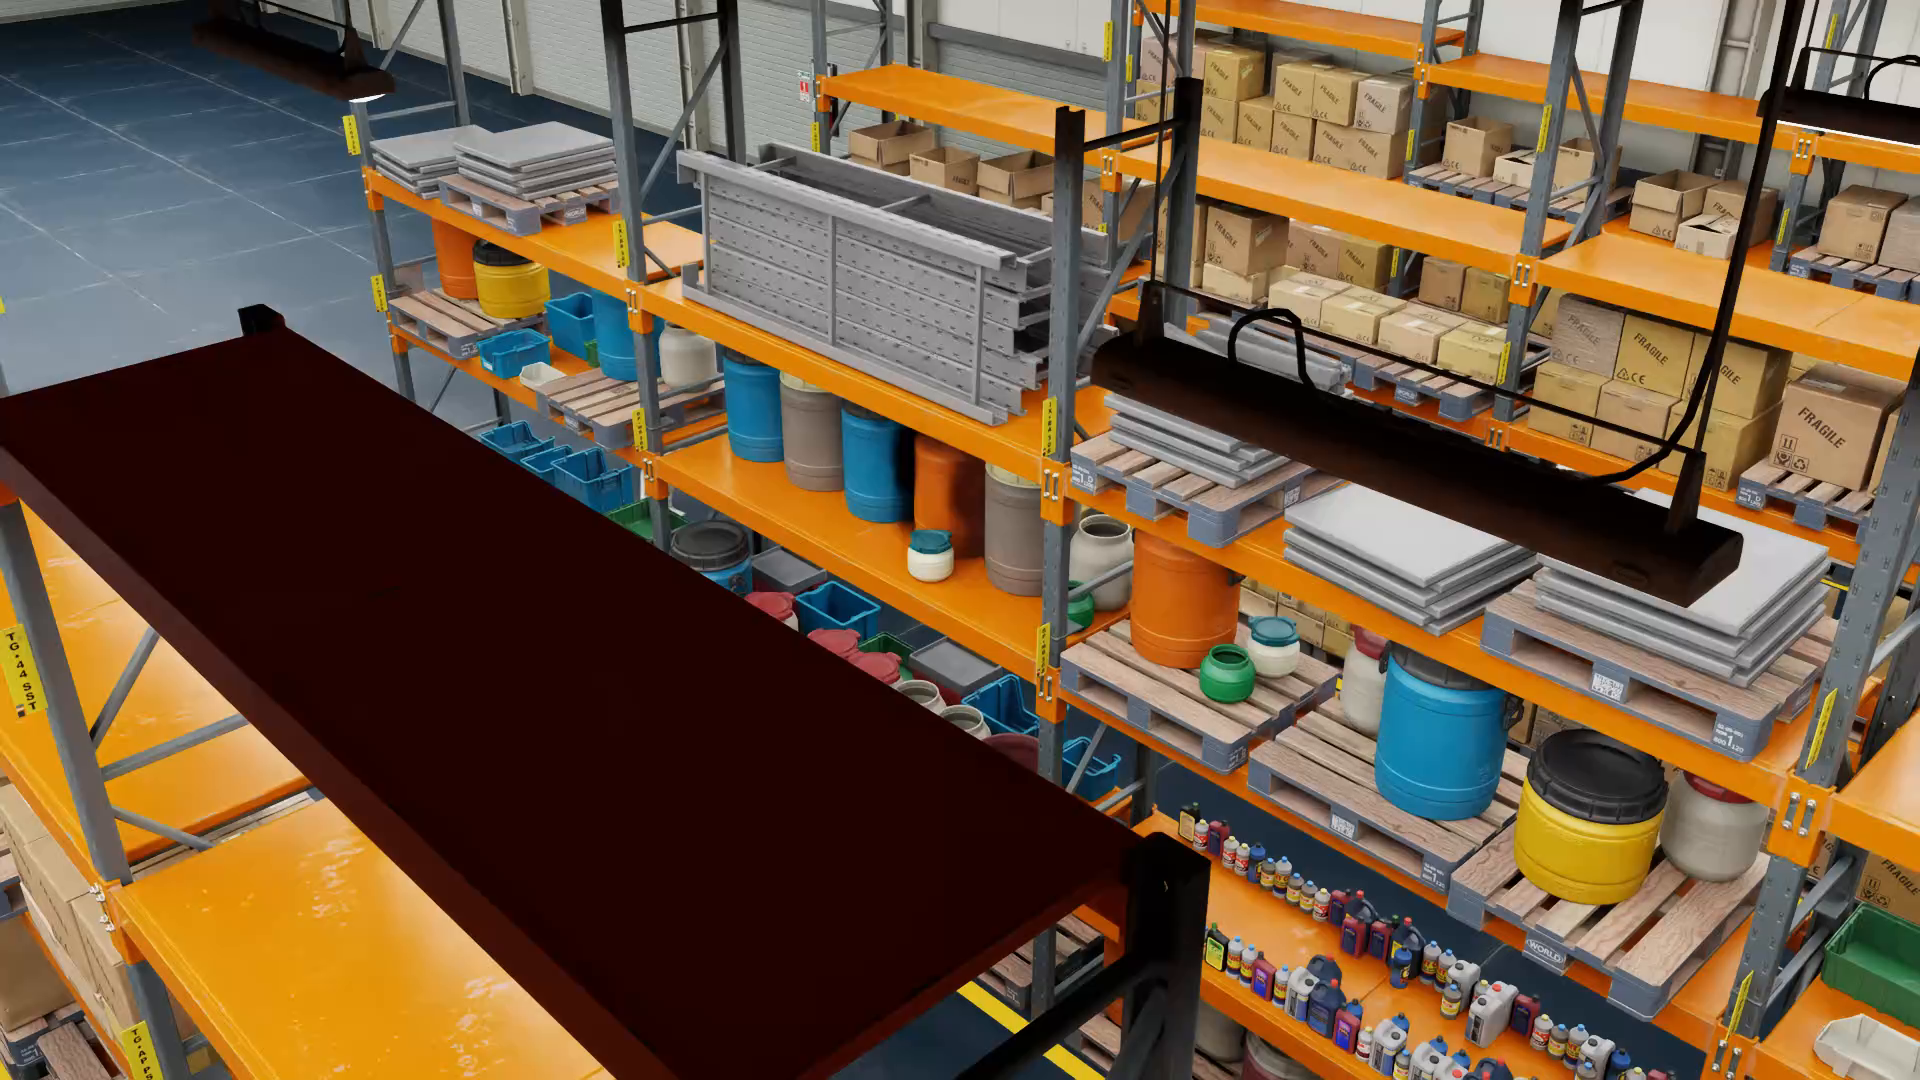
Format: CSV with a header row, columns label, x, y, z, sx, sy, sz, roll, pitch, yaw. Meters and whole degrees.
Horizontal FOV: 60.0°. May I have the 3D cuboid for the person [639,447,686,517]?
label,x,y,z,sx,sy,sz,roll,pitch,yaw
person,-3.110,-1.030,17.026,0.699,1.724,0.418,24,36,37

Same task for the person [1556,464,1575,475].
label,x,y,z,sx,sy,sz,roll,pitch,yaw
person,5.190,0.041,14.930,0.706,1.817,0.613,6,29,12
